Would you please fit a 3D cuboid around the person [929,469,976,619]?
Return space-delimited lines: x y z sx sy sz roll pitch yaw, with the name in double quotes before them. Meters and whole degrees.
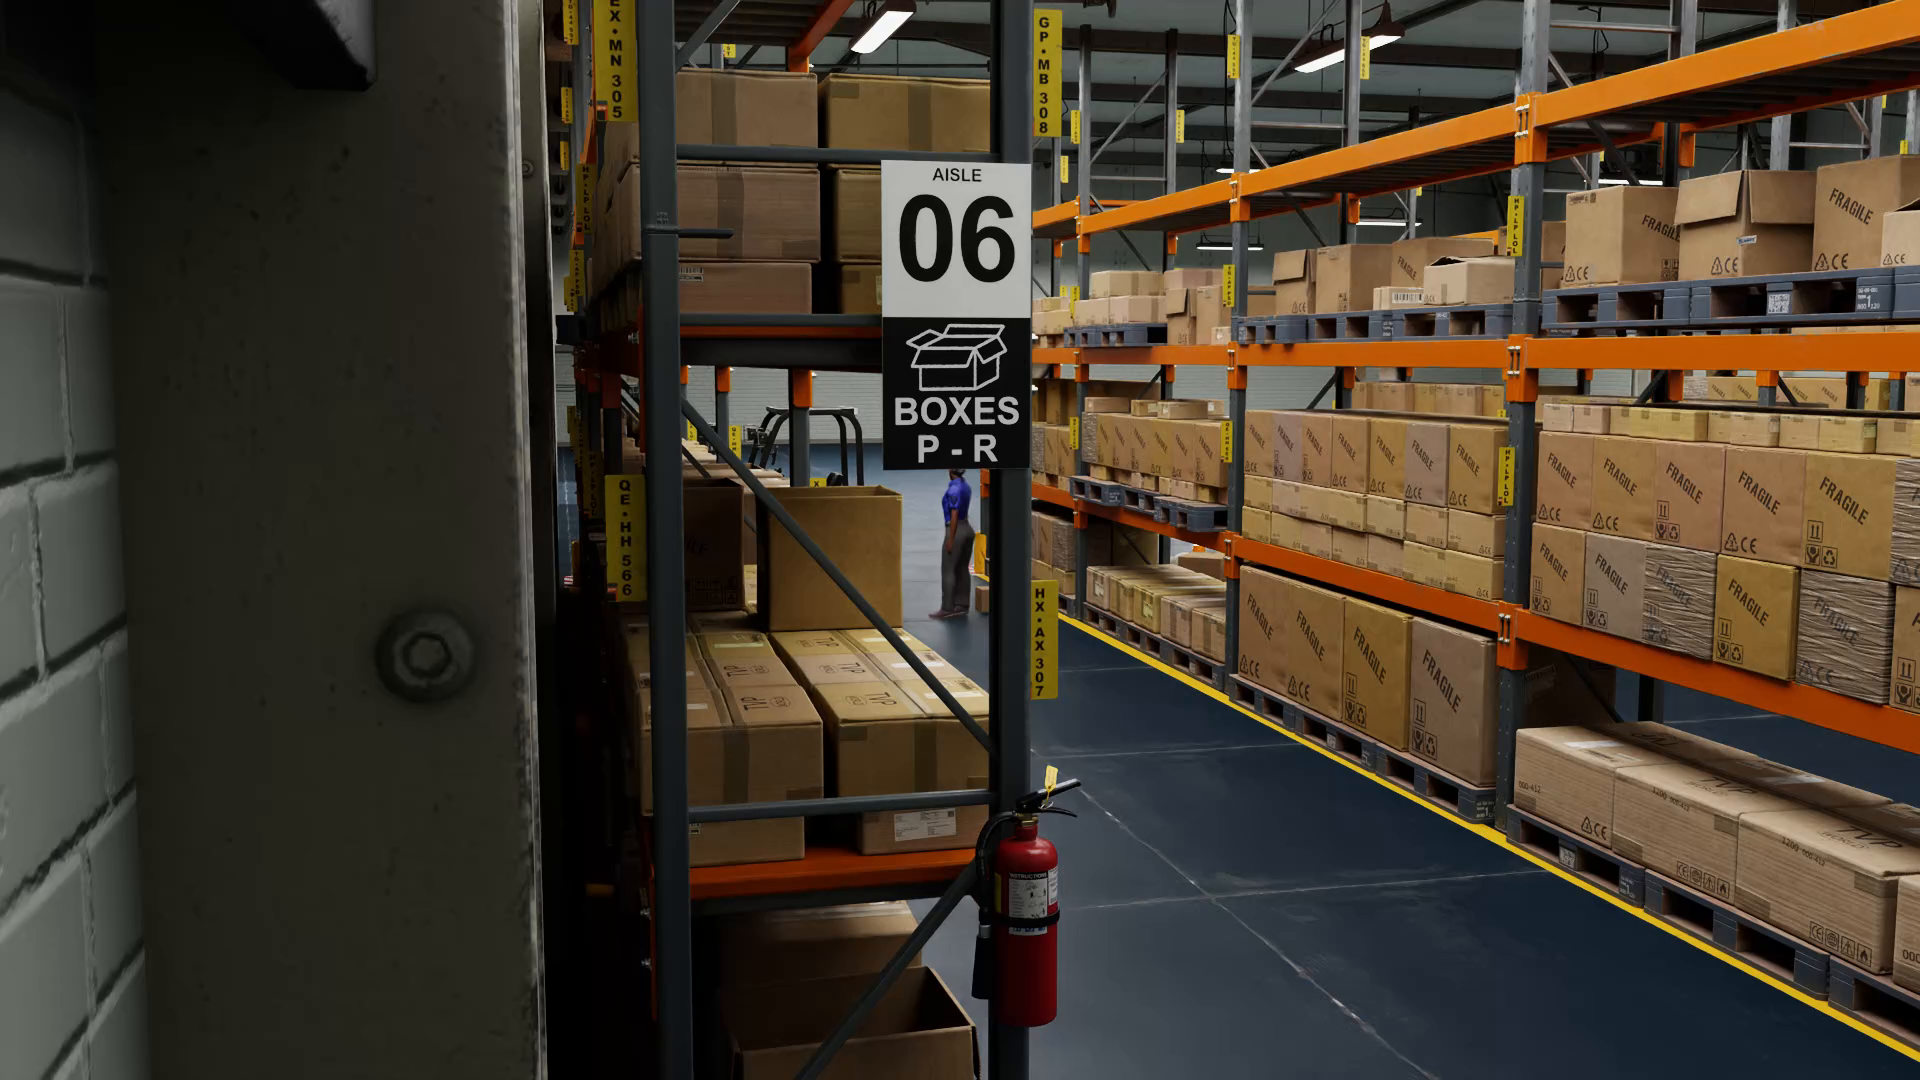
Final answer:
"person" -0.066 -0.021 17.374 0.413 1.678 0.496 3 7 23
